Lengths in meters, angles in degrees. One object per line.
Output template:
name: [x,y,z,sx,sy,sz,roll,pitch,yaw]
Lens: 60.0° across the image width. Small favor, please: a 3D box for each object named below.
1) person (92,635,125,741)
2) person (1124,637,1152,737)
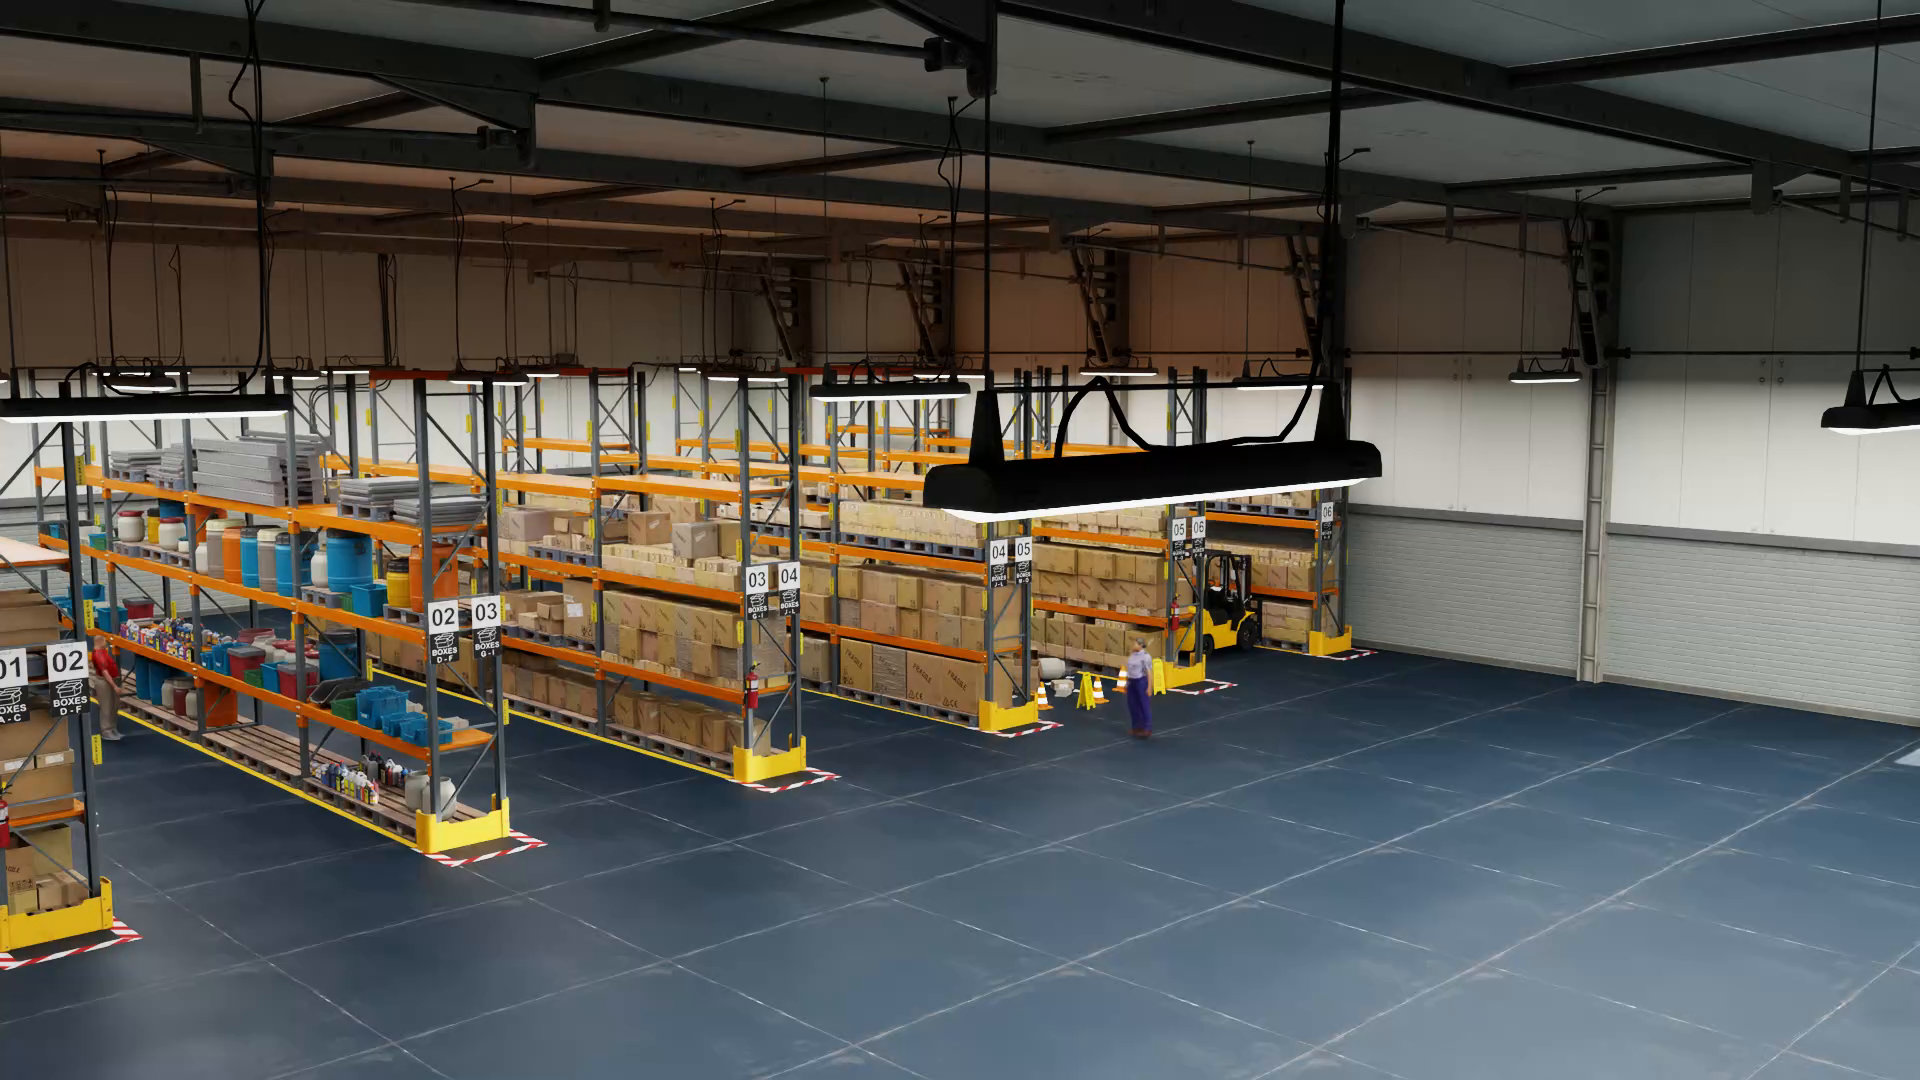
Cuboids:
person: [-13.948,2.425,27.261,0.535,1.778,0.625,-1,7,-9]
person: [2.955,2.431,27.470,0.390,1.687,0.603,-5,8,-40]
